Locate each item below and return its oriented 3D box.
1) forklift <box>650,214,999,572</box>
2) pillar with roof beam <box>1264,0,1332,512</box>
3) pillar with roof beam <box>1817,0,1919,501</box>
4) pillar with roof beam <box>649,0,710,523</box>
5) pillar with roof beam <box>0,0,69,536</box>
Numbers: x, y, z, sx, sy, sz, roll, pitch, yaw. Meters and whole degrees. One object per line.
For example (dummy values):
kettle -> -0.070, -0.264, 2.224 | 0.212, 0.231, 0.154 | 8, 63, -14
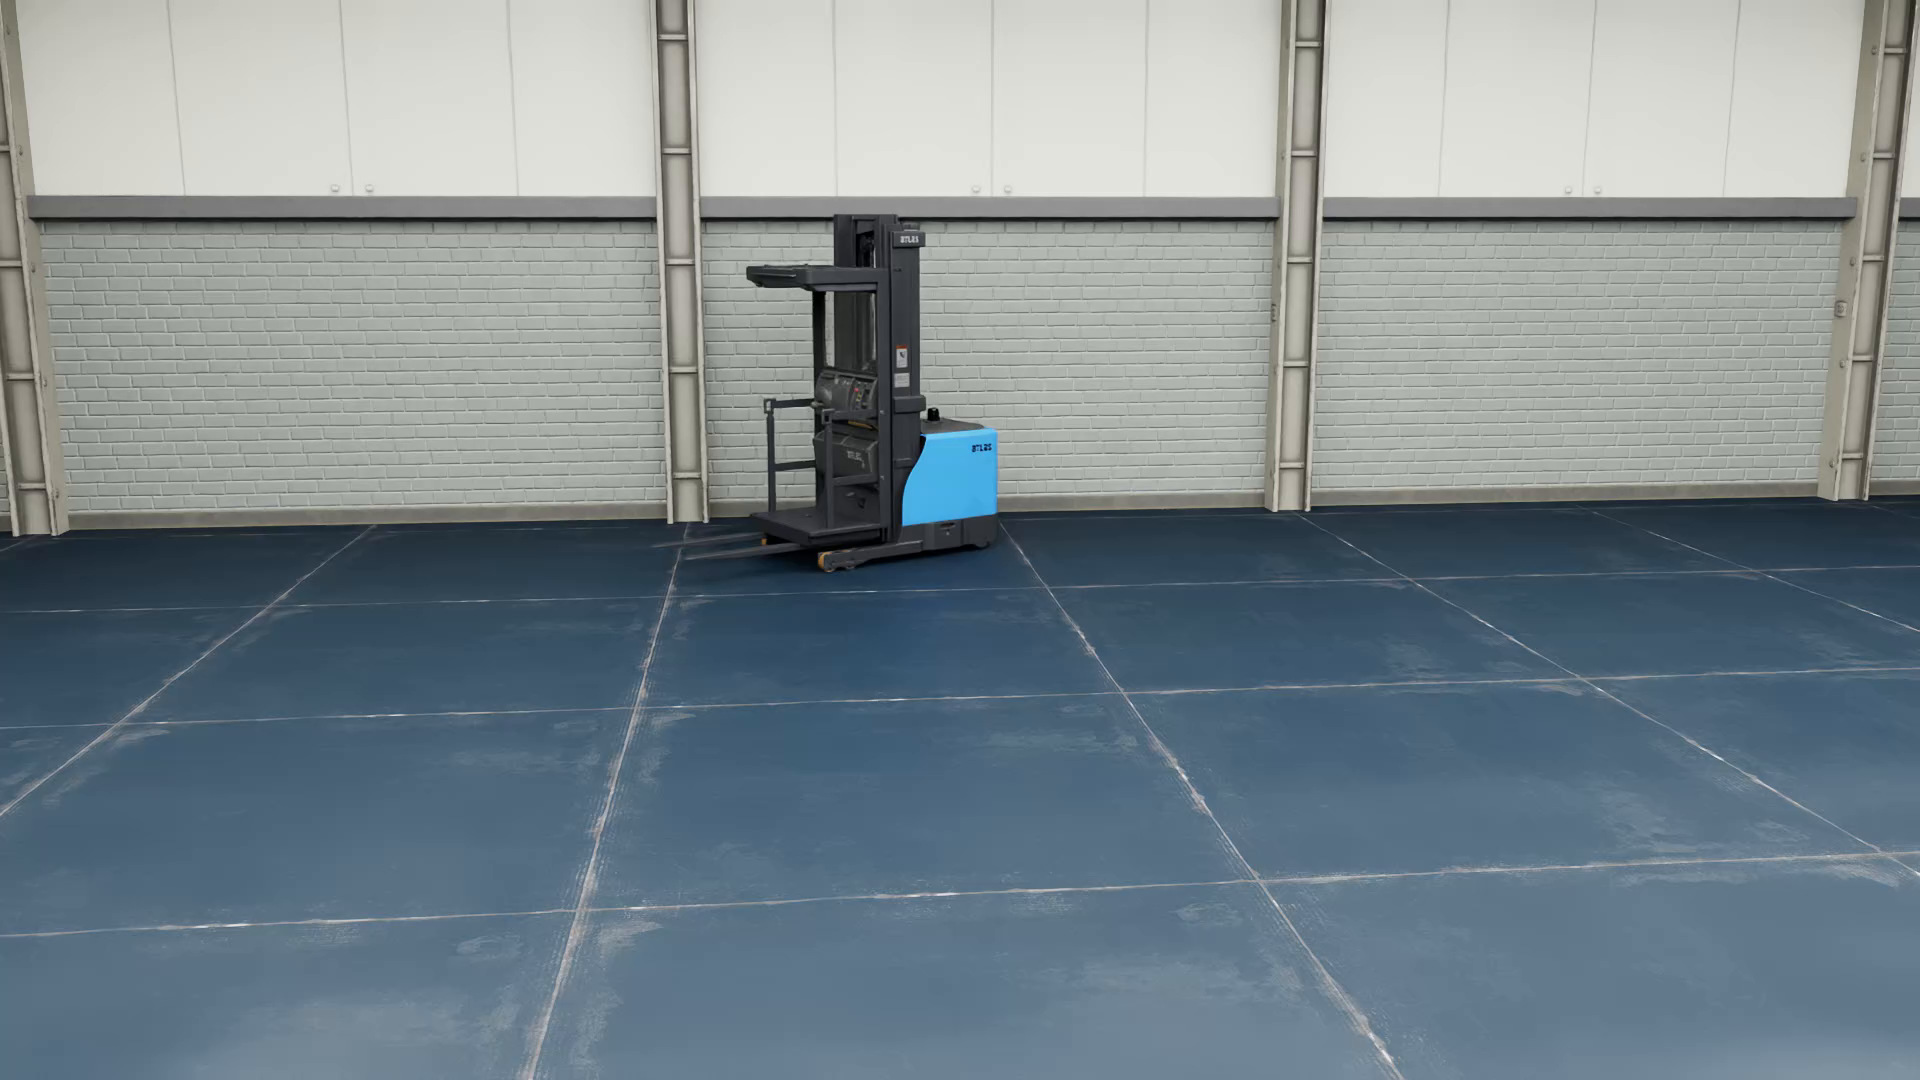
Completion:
forklift -> -1.154, -1.286, 14.194 | 3.031, 2.935, 1.130 | -8, 14, -34
pillar with roof beam -> 3.783, -3.908, 11.803 | 0.400, 9.000, 9.100 | -1, 11, -6
pillar with roof beam -> 9.748, -4.033, 12.439 | 0.400, 9.000, 9.100 | -1, 11, -6
pillar with roof beam -> -2.182, -3.783, 11.167 | 0.400, 9.000, 9.100 | -1, 11, -6
pillar with roof beam -> -8.147, -3.658, 10.531 | 0.400, 9.000, 9.100 | -1, 11, -6
